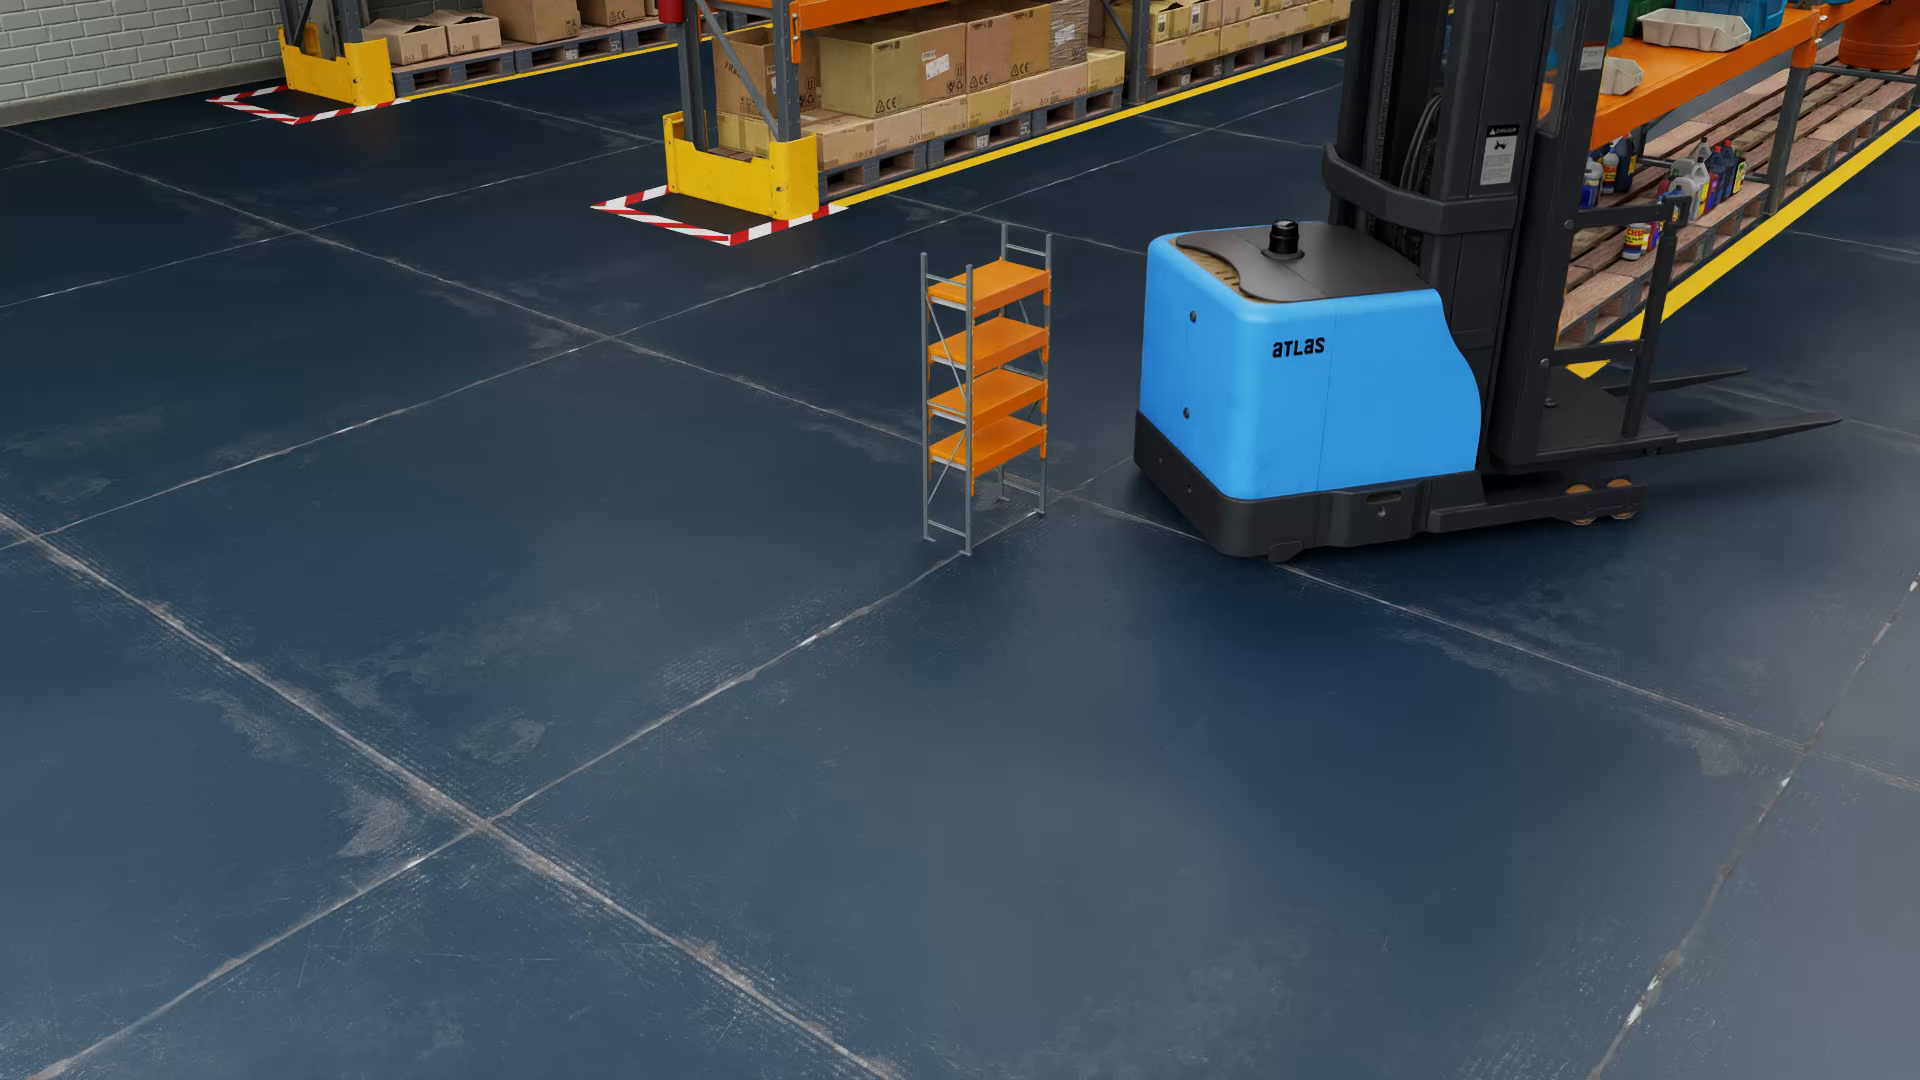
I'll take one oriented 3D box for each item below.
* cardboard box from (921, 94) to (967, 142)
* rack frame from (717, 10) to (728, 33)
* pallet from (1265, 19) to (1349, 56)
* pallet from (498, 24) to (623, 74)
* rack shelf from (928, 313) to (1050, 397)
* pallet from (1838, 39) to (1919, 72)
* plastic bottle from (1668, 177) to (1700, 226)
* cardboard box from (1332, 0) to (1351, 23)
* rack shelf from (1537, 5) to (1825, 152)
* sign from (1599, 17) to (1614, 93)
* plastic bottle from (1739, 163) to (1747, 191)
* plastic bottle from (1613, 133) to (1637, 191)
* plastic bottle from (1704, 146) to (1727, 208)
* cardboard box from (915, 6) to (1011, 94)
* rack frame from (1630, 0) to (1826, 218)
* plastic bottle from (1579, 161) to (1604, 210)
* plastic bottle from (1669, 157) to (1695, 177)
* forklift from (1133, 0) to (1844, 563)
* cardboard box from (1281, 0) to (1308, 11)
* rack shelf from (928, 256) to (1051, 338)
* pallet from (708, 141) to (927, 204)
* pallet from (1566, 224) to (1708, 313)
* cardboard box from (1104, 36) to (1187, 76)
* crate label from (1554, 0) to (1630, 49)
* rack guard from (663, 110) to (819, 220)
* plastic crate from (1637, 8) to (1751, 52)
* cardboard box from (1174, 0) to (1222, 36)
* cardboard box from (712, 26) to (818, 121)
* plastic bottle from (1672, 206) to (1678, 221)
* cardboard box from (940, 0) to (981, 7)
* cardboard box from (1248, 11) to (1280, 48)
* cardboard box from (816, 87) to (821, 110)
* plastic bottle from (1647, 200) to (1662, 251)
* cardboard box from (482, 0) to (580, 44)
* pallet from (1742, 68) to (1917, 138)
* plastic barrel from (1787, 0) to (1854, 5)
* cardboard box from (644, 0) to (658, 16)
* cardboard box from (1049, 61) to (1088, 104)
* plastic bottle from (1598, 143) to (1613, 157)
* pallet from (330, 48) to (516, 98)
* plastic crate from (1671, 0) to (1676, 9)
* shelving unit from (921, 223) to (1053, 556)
[{"bbox_3d":[-0.299,-3.070,11.956,0.500,0.250,0.500,21,34,34],"label":"cardboard box"},{"bbox_3d":[-2.726,-6.489,16.029,1.000,3.000,0.127,21,34,34],"label":"rack frame"},{"bbox_3d":[3.090,-4.942,16.073,1.003,0.211,1.213,21,34,34],"label":"pallet"},{"bbox_3d":[-3.901,-4.568,15.350,1.003,0.211,1.213,21,34,34],"label":"pallet"},{"bbox_3d":[0.105,-0.731,6.516,0.258,0.148,0.480,21,34,34],"label":"rack shelf"},{"bbox_3d":[8.709,-4.496,15.210,1.003,0.211,1.213,21,34,34],"label":"pallet"},{"bbox_3d":[4.298,-2.028,9.890,0.152,0.276,0.135,21,34,35],"label":"plastic bottle"},{"bbox_3d":[3.497,-5.168,16.011,0.500,0.250,0.500,22,34,36],"label":"cardboard box"},{"bbox_3d":[3.647,-2.565,9.227,1.077,0.370,4.000,21,34,34],"label":"rack shelf"},{"bbox_3d":[2.796,-2.136,7.313,0.100,0.325,0.005,21,34,34],"label":"sign"},{"bbox_3d":[4.929,-2.326,10.549,0.097,0.201,0.097,0,27,0],"label":"plastic bottle"},{"bbox_3d":[4.197,-2.405,10.539,0.144,0.351,0.185,21,34,34],"label":"plastic bottle"},{"bbox_3d":[4.610,-2.232,10.204,0.144,0.351,0.185,19,33,32],"label":"plastic bottle"},{"bbox_3d":[0.024,-3.579,12.123,0.500,0.500,0.500,21,34,34],"label":"cardboard box"},{"bbox_3d":[4.919,-3.594,10.432,1.000,3.000,0.127,21,34,34],"label":"rack frame"},{"bbox_3d":[3.825,-2.162,10.151,0.152,0.276,0.135,21,34,34],"label":"plastic bottle"},{"bbox_3d":[4.479,-2.233,10.287,0.152,0.276,0.135,21,34,34],"label":"plastic bottle"},{"bbox_3d":[2.334,-1.586,6.625,3.031,2.935,1.130,-8,28,-15],"label":"forklift"},{"bbox_3d":[2.852,-5.053,15.178,0.500,0.311,0.500,20,34,34],"label":"cardboard box"},{"bbox_3d":[0.105,-0.941,6.407,0.258,0.148,0.480,21,34,34],"label":"rack shelf"},{"bbox_3d":[-0.991,-2.669,11.680,1.003,0.211,1.213,21,34,34],"label":"pallet"},{"bbox_3d":[3.684,-1.695,9.796,1.003,0.211,1.213,21,34,34],"label":"pallet"},{"bbox_3d":[1.547,-4.078,13.905,0.500,0.250,0.500,20,33,33],"label":"cardboard box"},{"bbox_3d":[3.337,-2.923,9.097,0.502,0.435,0.616,21,34,34],"label":"crate label"},{"bbox_3d":[-1.460,-2.506,11.049,1.175,0.500,0.348,21,34,34],"label":"rack guard"},{"bbox_3d":[4.082,-2.827,9.237,0.530,0.136,0.437,21,34,34],"label":"plastic crate"},{"bbox_3d":[1.877,-4.507,14.122,0.500,0.311,0.500,20,34,34],"label":"cardboard box"},{"bbox_3d":[-1.334,-3.200,11.390,0.500,0.500,0.500,21,34,34],"label":"cardboard box"},{"bbox_3d":[4.113,-1.872,9.670,0.097,0.201,0.097,0,27,0],"label":"plastic bottle"},{"bbox_3d":[-0.073,-3.913,12.770,0.500,0.500,0.500,21,34,34],"label":"cardboard box"},{"bbox_3d":[2.525,-4.624,14.959,0.500,0.250,0.500,22,34,35],"label":"cardboard box"},{"bbox_3d":[-1.023,-3.047,11.911,0.500,0.250,0.500,21,34,34],"label":"cardboard box"},{"bbox_3d":[3.927,-1.791,9.425,0.061,0.283,0.133,21,34,35],"label":"plastic bottle"},{"bbox_3d":[-3.892,-4.823,15.049,0.700,0.500,0.500,18,33,31],"label":"cardboard box"},{"bbox_3d":[6.941,-3.510,13.305,1.003,0.211,1.213,21,34,34],"label":"pallet"},{"bbox_3d":[5.399,-3.865,10.410,0.600,0.901,0.708,21,34,34],"label":"plastic barrel"},{"bbox_3d":[-3.043,-5.228,16.195,0.380,0.166,0.250,16,31,28],"label":"cardboard box"},{"bbox_3d":[0.647,-3.605,12.990,0.500,0.250,0.500,21,34,34],"label":"cardboard box"},{"bbox_3d":[4.085,-2.448,10.621,0.144,0.351,0.185,22,34,36],"label":"plastic bottle"},{"bbox_3d":[-4.677,-4.137,14.517,1.003,0.211,1.213,21,34,34],"label":"pallet"},{"bbox_3d":[4.488,-3.418,10.159,0.767,0.338,0.504,21,34,34],"label":"plastic crate"},{"bbox_3d":[0.105,-0.592,6.588,0.258,1.200,0.503,21,34,34],"label":"shelving unit"}]
